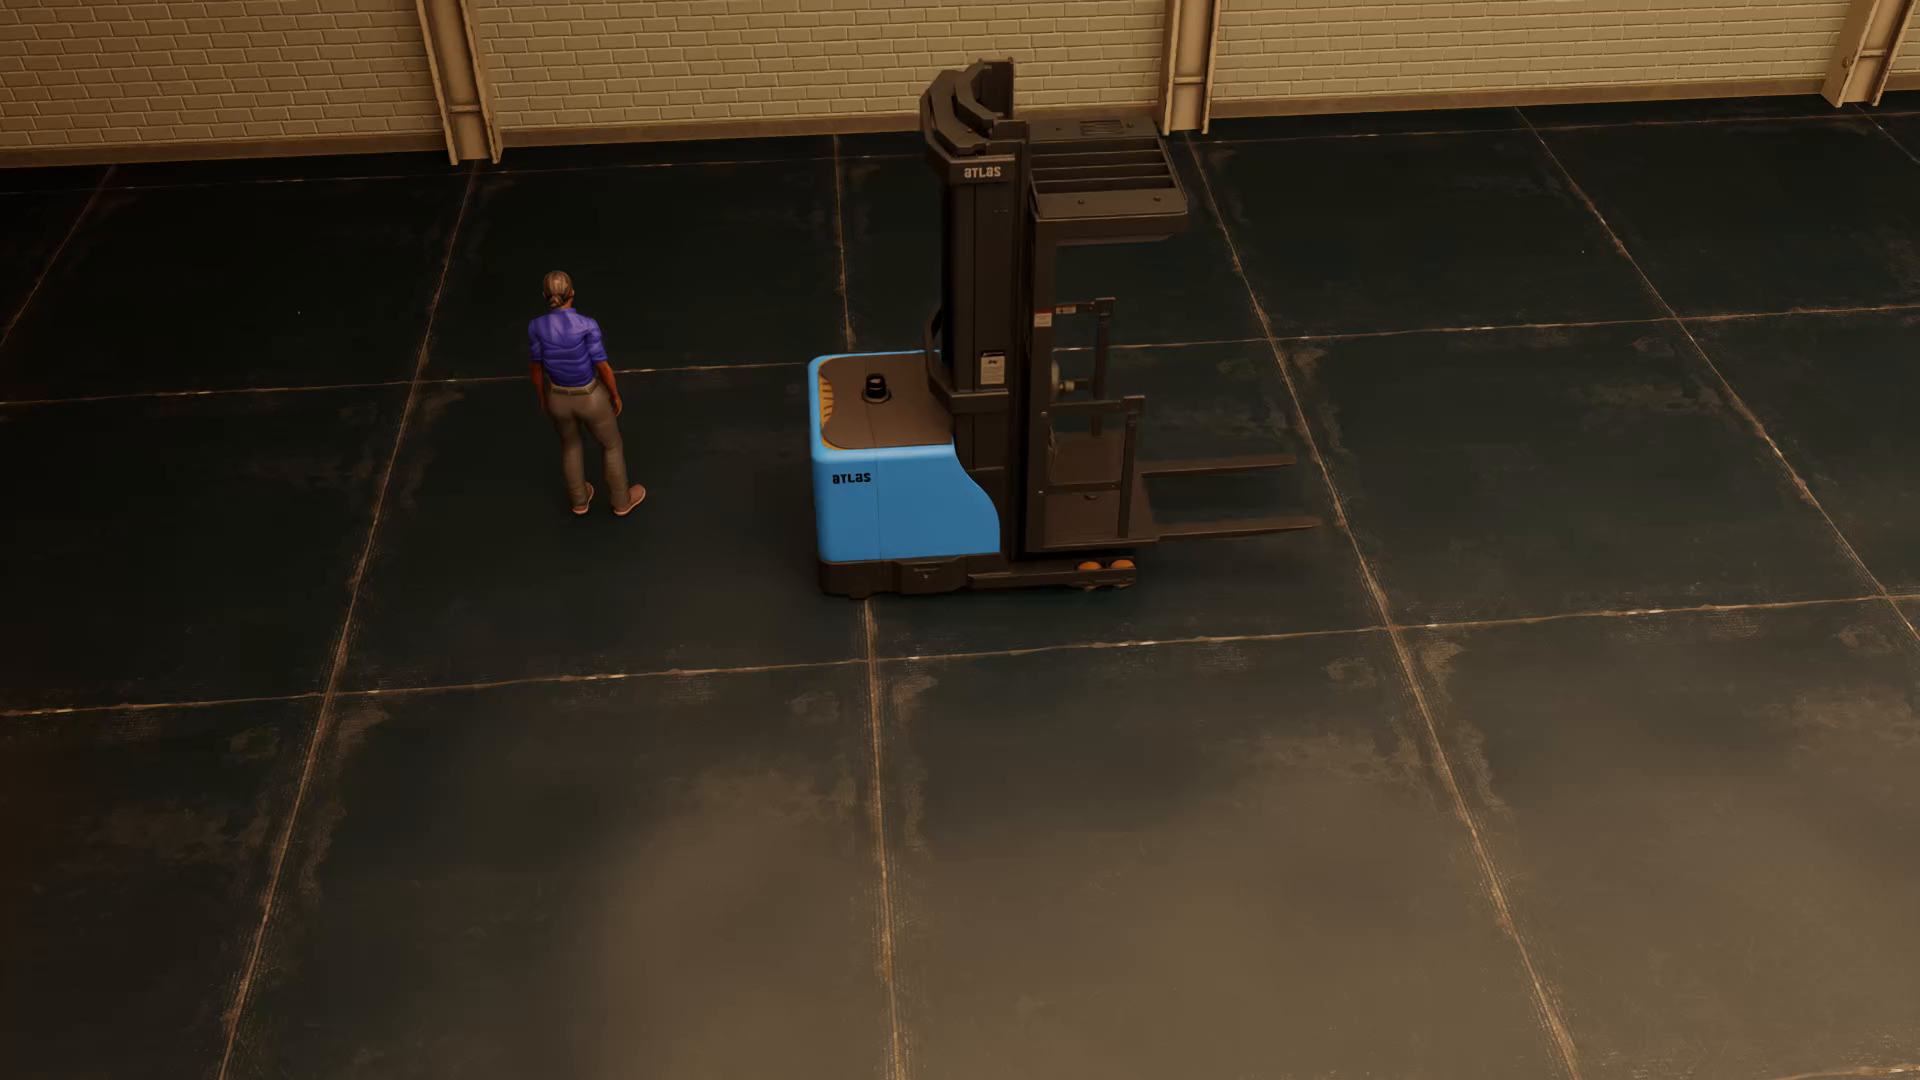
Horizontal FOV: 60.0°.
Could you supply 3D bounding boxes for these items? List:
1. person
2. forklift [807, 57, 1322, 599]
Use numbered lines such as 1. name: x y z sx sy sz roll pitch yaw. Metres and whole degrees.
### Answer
1. person: -2.260 -0.850 9.916 0.529 1.653 0.349 3 41 3
2. forklift: 0.634 -1.164 9.299 3.031 2.935 1.130 -3 41 -4
